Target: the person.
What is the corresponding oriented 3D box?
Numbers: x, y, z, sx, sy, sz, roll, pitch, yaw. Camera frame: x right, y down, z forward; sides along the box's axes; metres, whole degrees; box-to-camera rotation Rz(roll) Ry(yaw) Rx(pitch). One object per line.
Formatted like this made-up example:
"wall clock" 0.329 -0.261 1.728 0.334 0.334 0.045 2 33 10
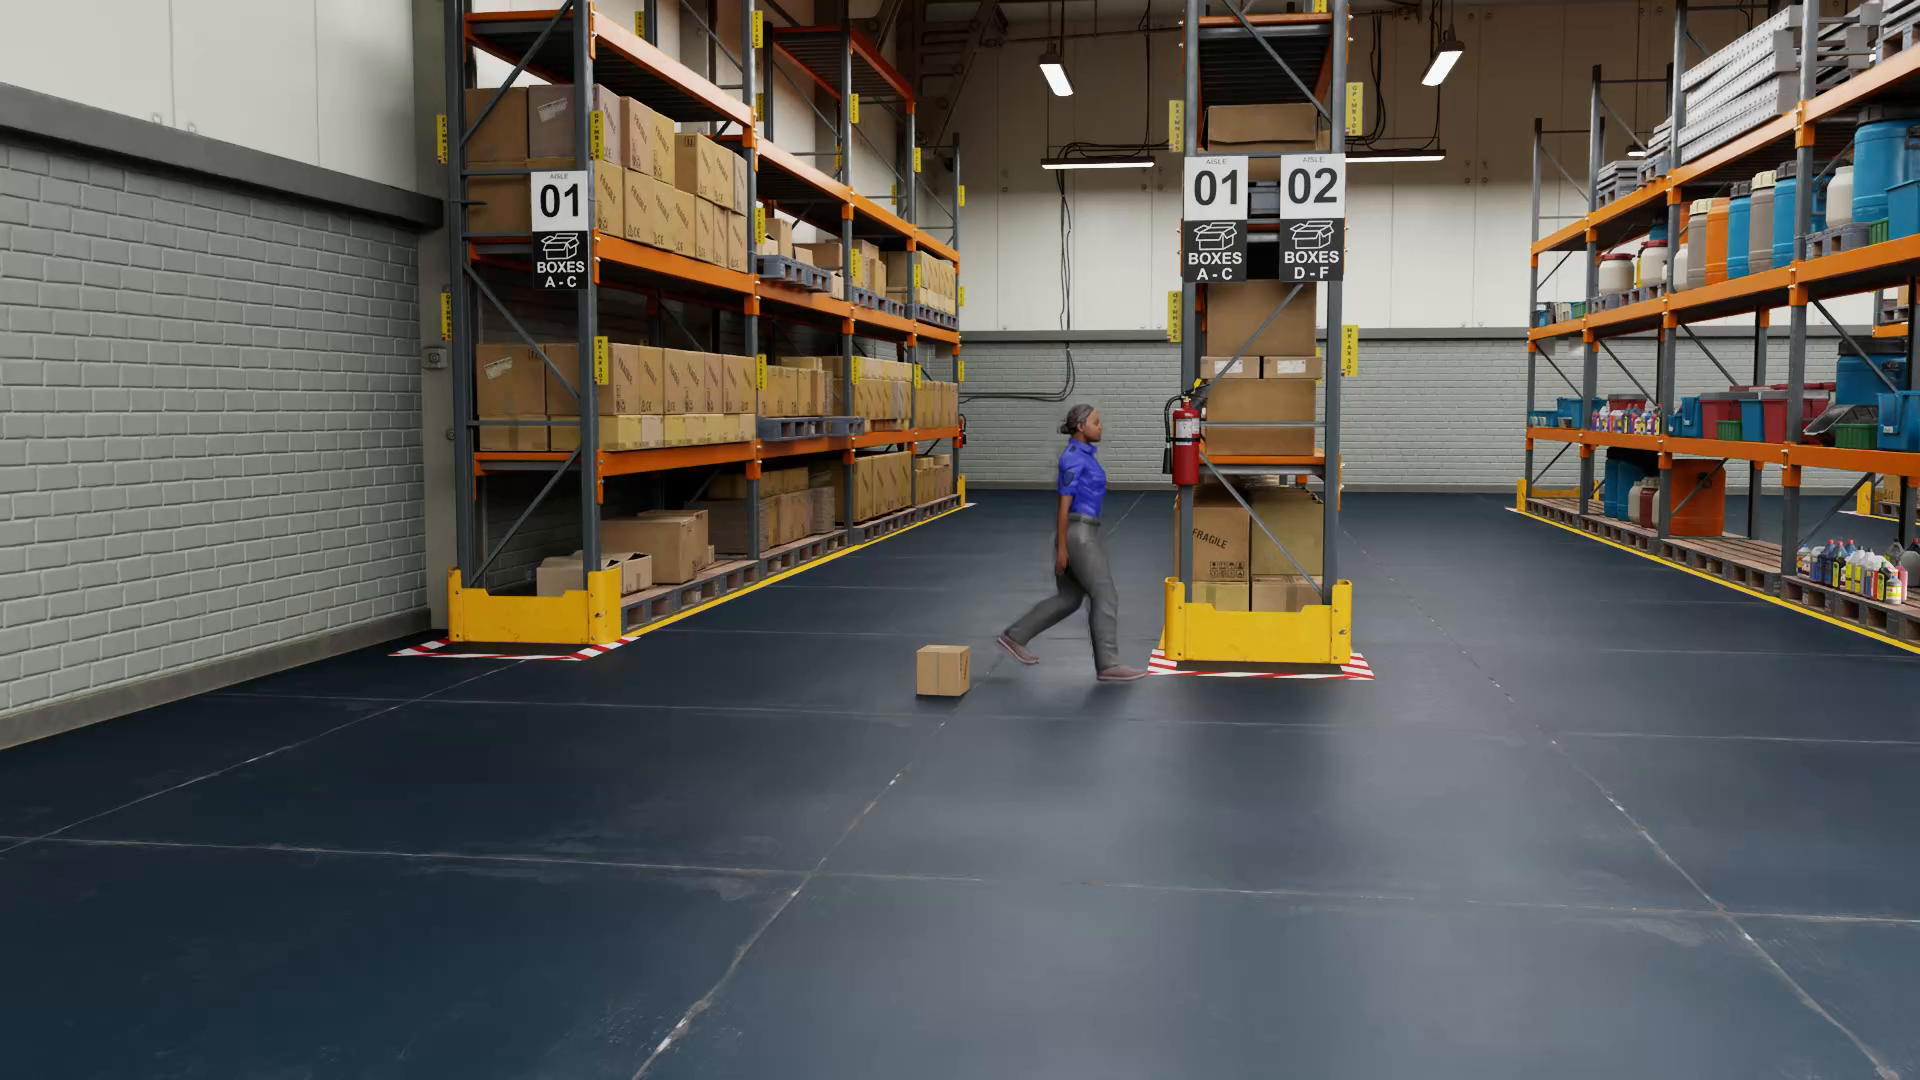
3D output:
"person" 0.656 0.003 9.815 0.910 1.620 0.441 1 5 9
